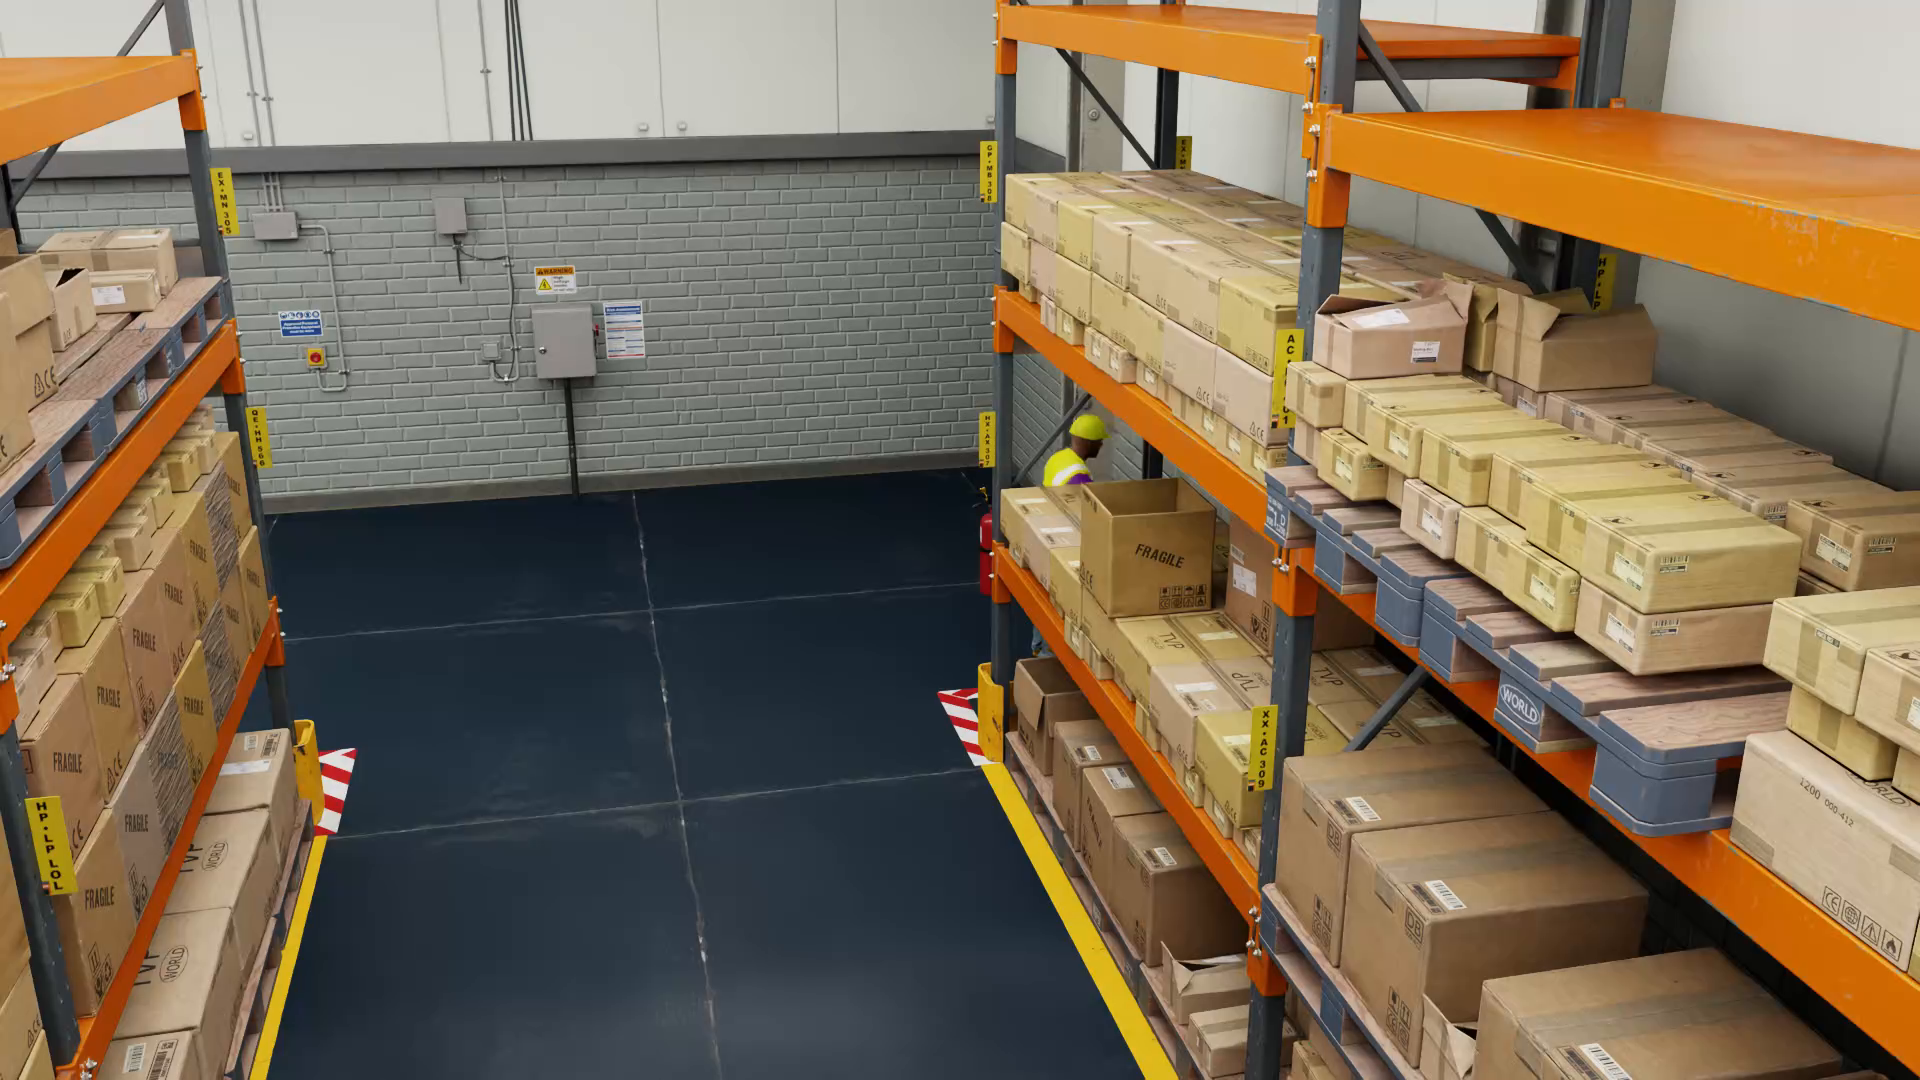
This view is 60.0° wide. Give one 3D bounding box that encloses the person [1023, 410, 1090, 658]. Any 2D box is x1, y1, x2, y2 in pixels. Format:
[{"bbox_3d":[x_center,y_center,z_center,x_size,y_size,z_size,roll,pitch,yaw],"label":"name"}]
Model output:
[{"bbox_3d":[0.637,-0.005,11.054,0.446,1.762,0.604,-5,20,-14],"label":"person"}]
